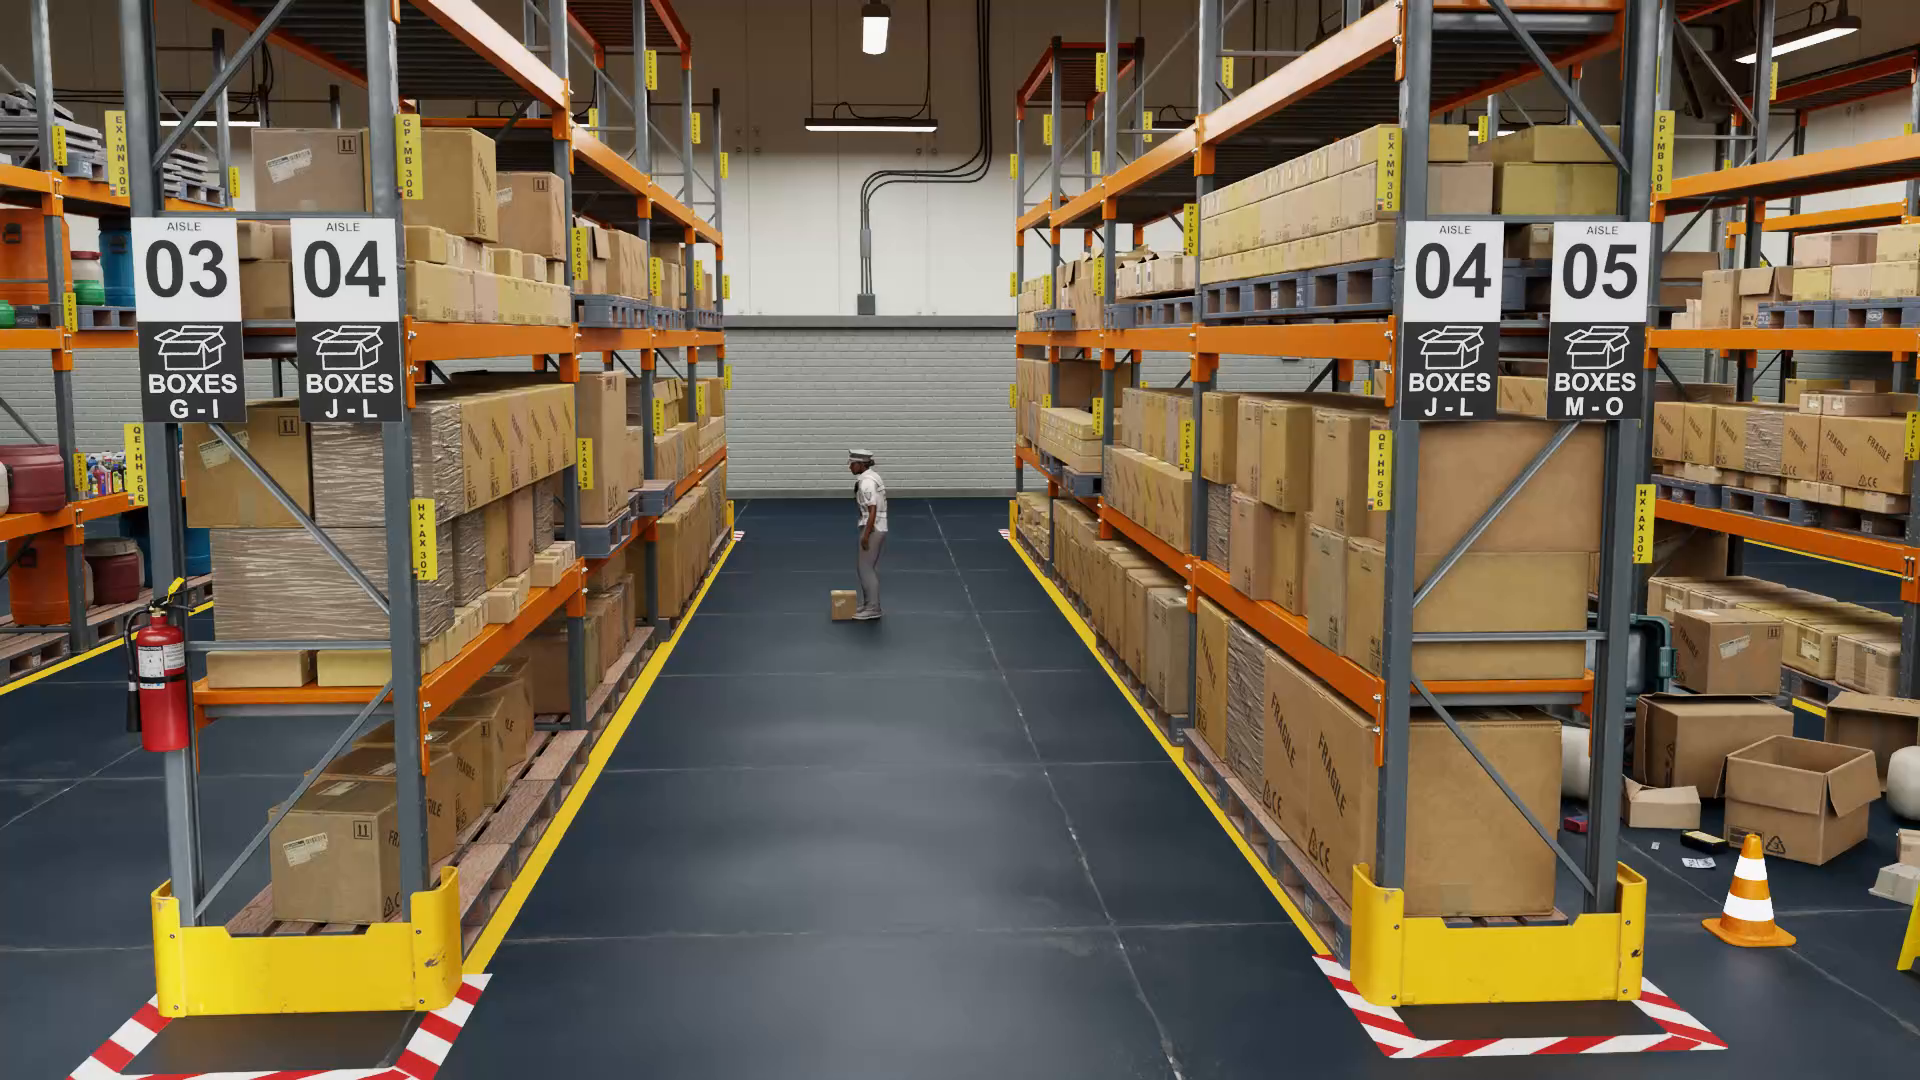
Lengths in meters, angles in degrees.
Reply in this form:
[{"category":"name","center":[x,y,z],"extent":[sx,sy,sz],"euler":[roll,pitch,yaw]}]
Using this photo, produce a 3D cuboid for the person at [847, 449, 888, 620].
[{"category":"person","center":[-0.904,-0.064,16.286],"extent":[0.396,1.657,0.503],"euler":[-1,7,-4]}]
